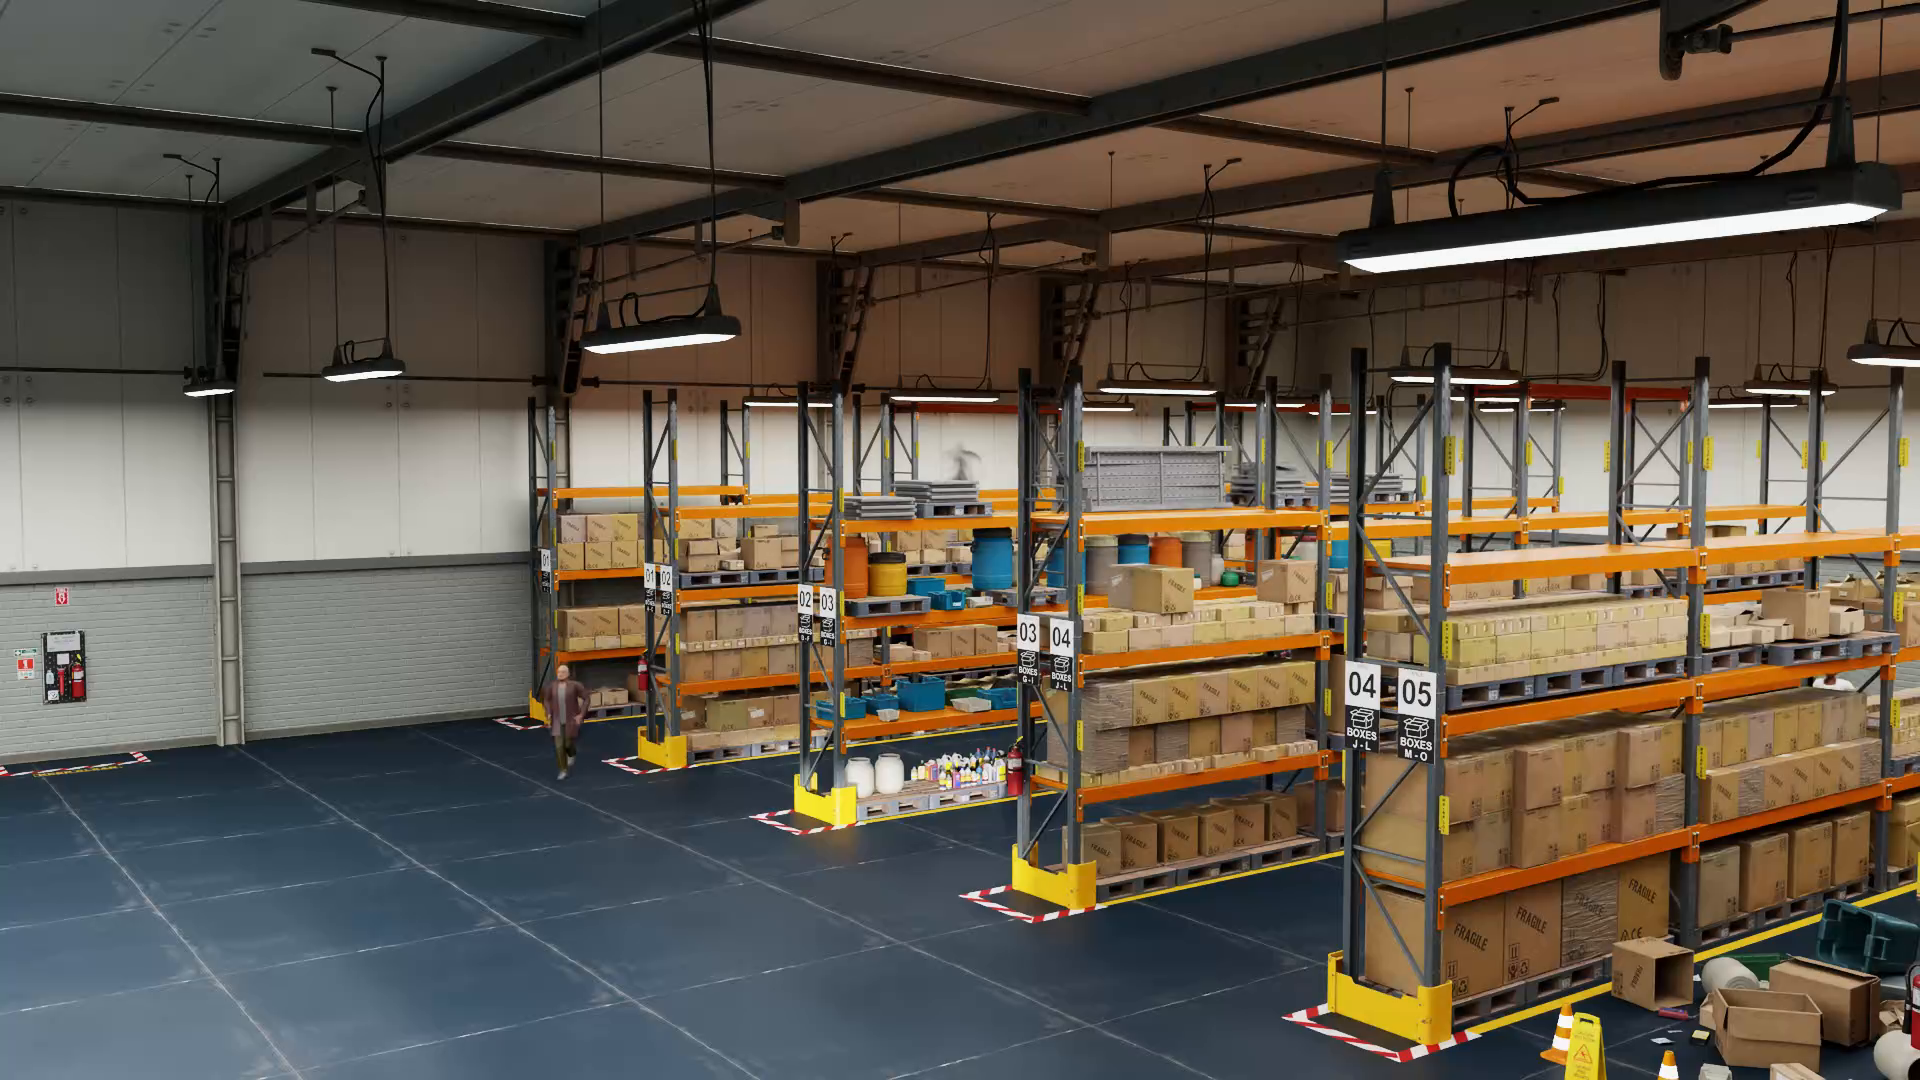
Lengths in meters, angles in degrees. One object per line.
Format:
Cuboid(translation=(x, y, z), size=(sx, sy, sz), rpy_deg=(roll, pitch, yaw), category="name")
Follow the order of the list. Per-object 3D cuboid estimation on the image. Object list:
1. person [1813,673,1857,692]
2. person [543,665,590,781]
Cuboid(translation=(13.495, 2.772, 25.799), size=(0.751, 1.790, 0.836), rpy_deg=(3, 5, 45), category="person")
Cuboid(translation=(-6.046, 2.787, 25.575), size=(0.724, 1.752, 0.718), rpy_deg=(0, 3, 3), category="person")
